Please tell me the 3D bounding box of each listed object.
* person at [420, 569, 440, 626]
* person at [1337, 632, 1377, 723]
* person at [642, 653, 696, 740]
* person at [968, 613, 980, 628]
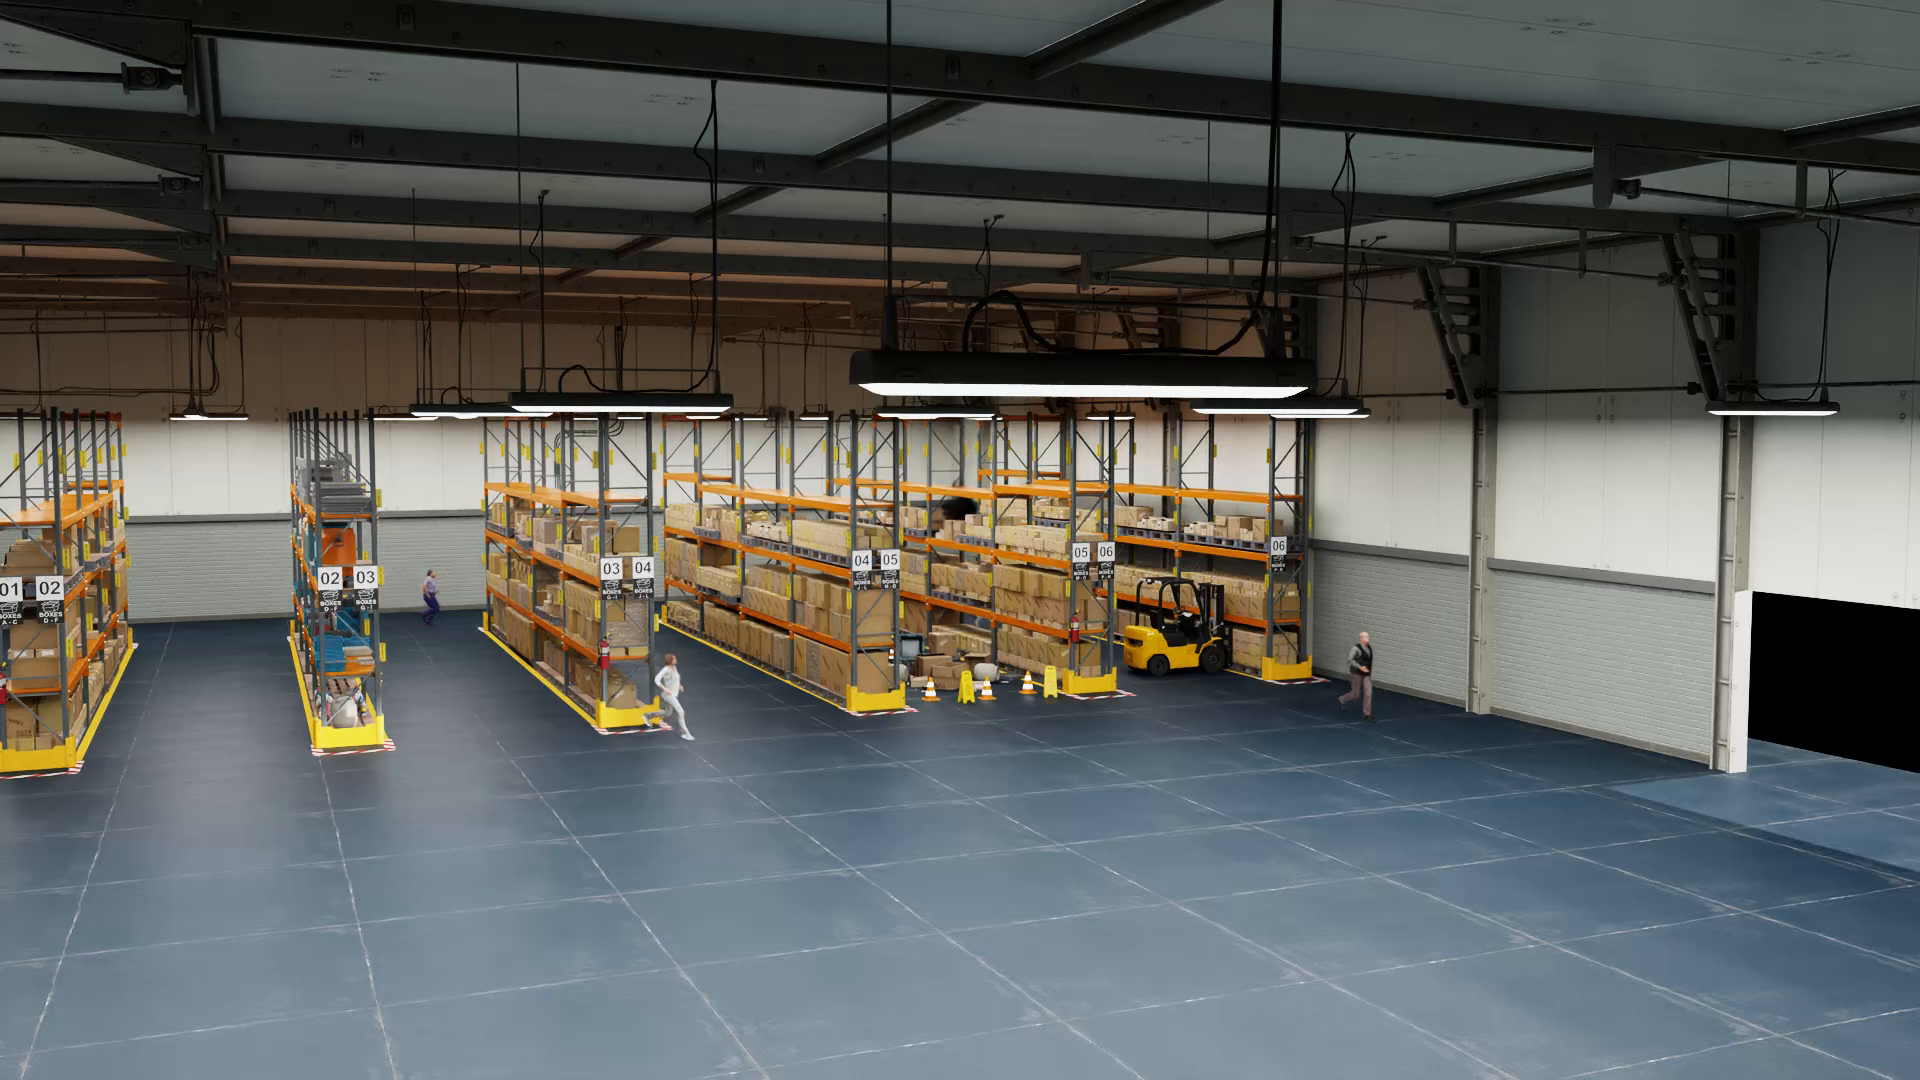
[{"bbox_3d":[-15.011,1.633,47.125,0.519,1.607,0.617,-1,4,-14],"label":"person"},{"bbox_3d":[7.721,2.623,32.153,0.682,1.716,0.963,-3,5,-36],"label":"person"},{"bbox_3d":[-5.293,2.840,30.138,1.009,1.587,0.509,0,4,4],"label":"person"},{"bbox_3d":[0.467,1.604,46.435,0.648,1.732,0.554,-2,4,-26],"label":"person"}]
